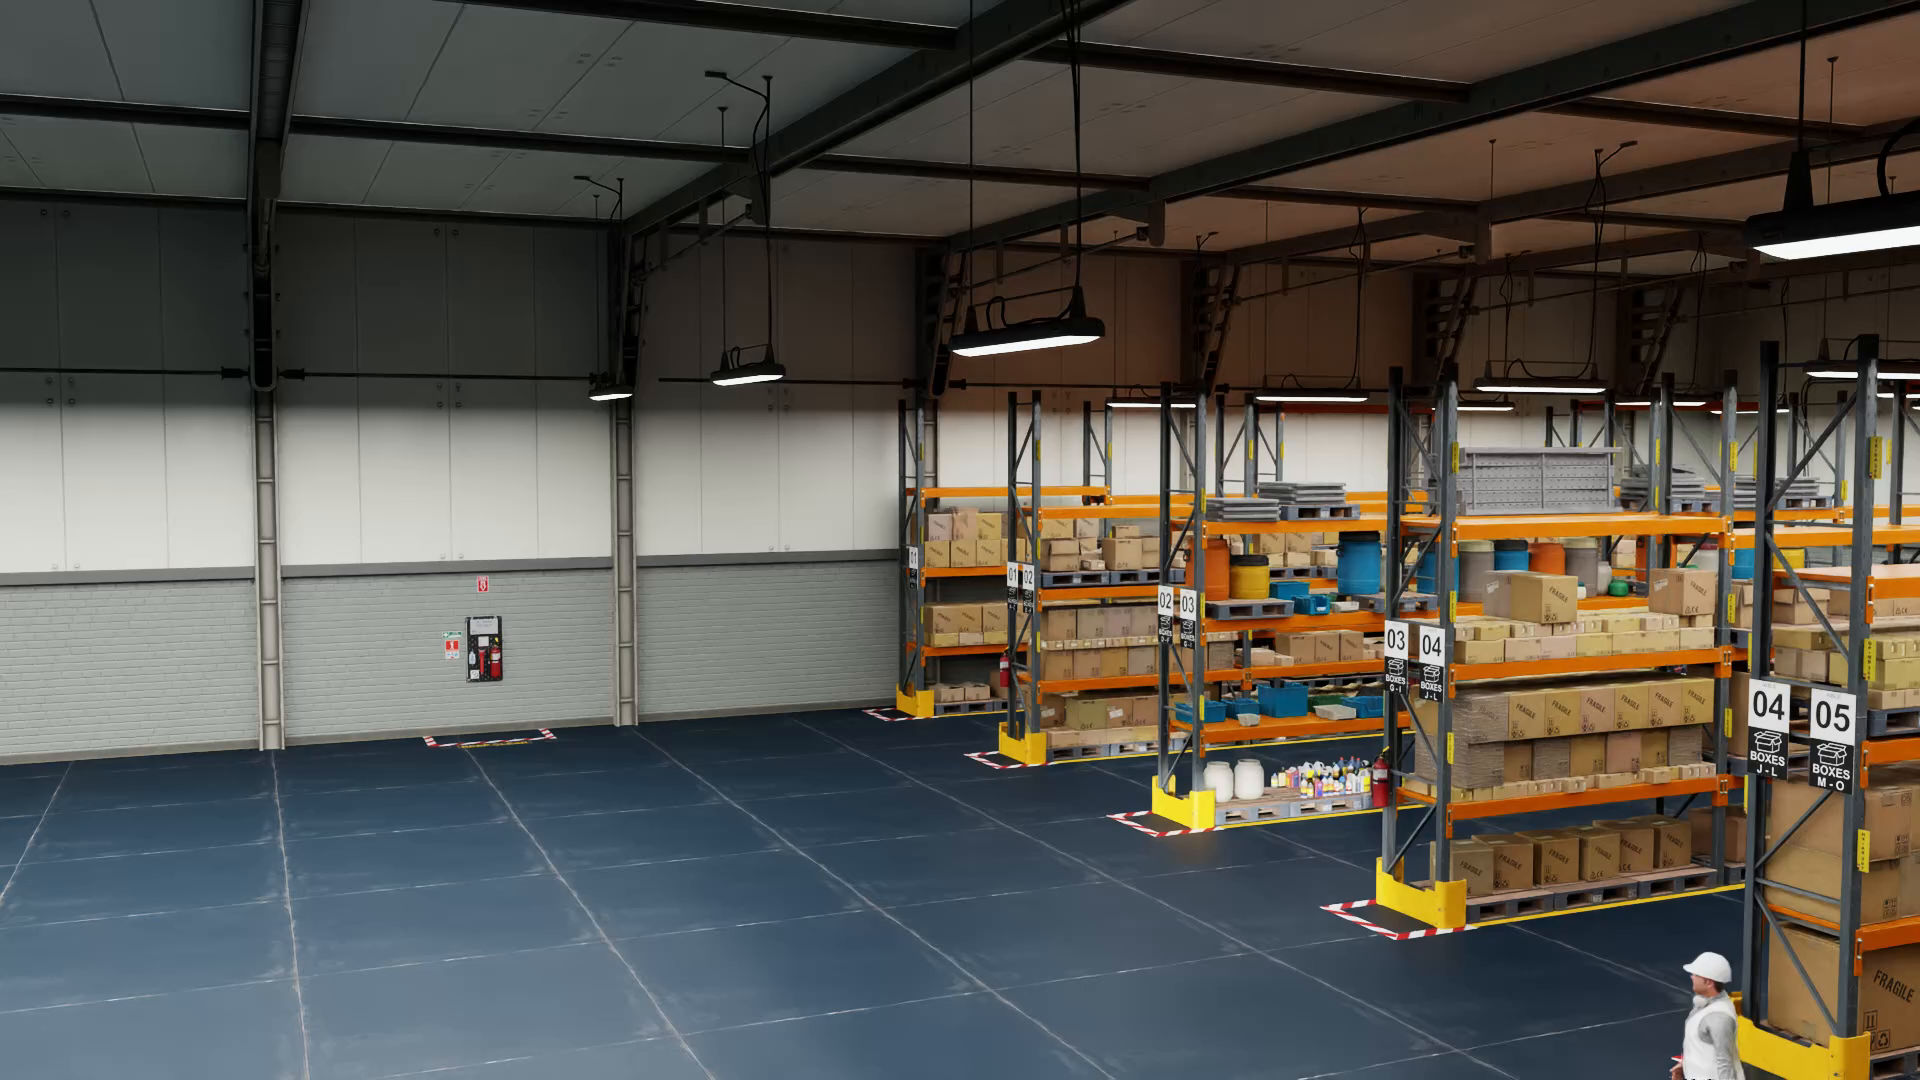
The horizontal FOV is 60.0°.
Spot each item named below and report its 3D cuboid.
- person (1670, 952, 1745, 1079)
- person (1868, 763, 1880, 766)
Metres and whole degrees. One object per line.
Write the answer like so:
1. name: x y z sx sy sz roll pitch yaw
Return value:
1. person: 5.093 3.631 11.210 1.064 1.726 0.598 0 3 5
2. person: 10.674 3.211 19.140 0.685 1.663 0.753 -1 3 -15
